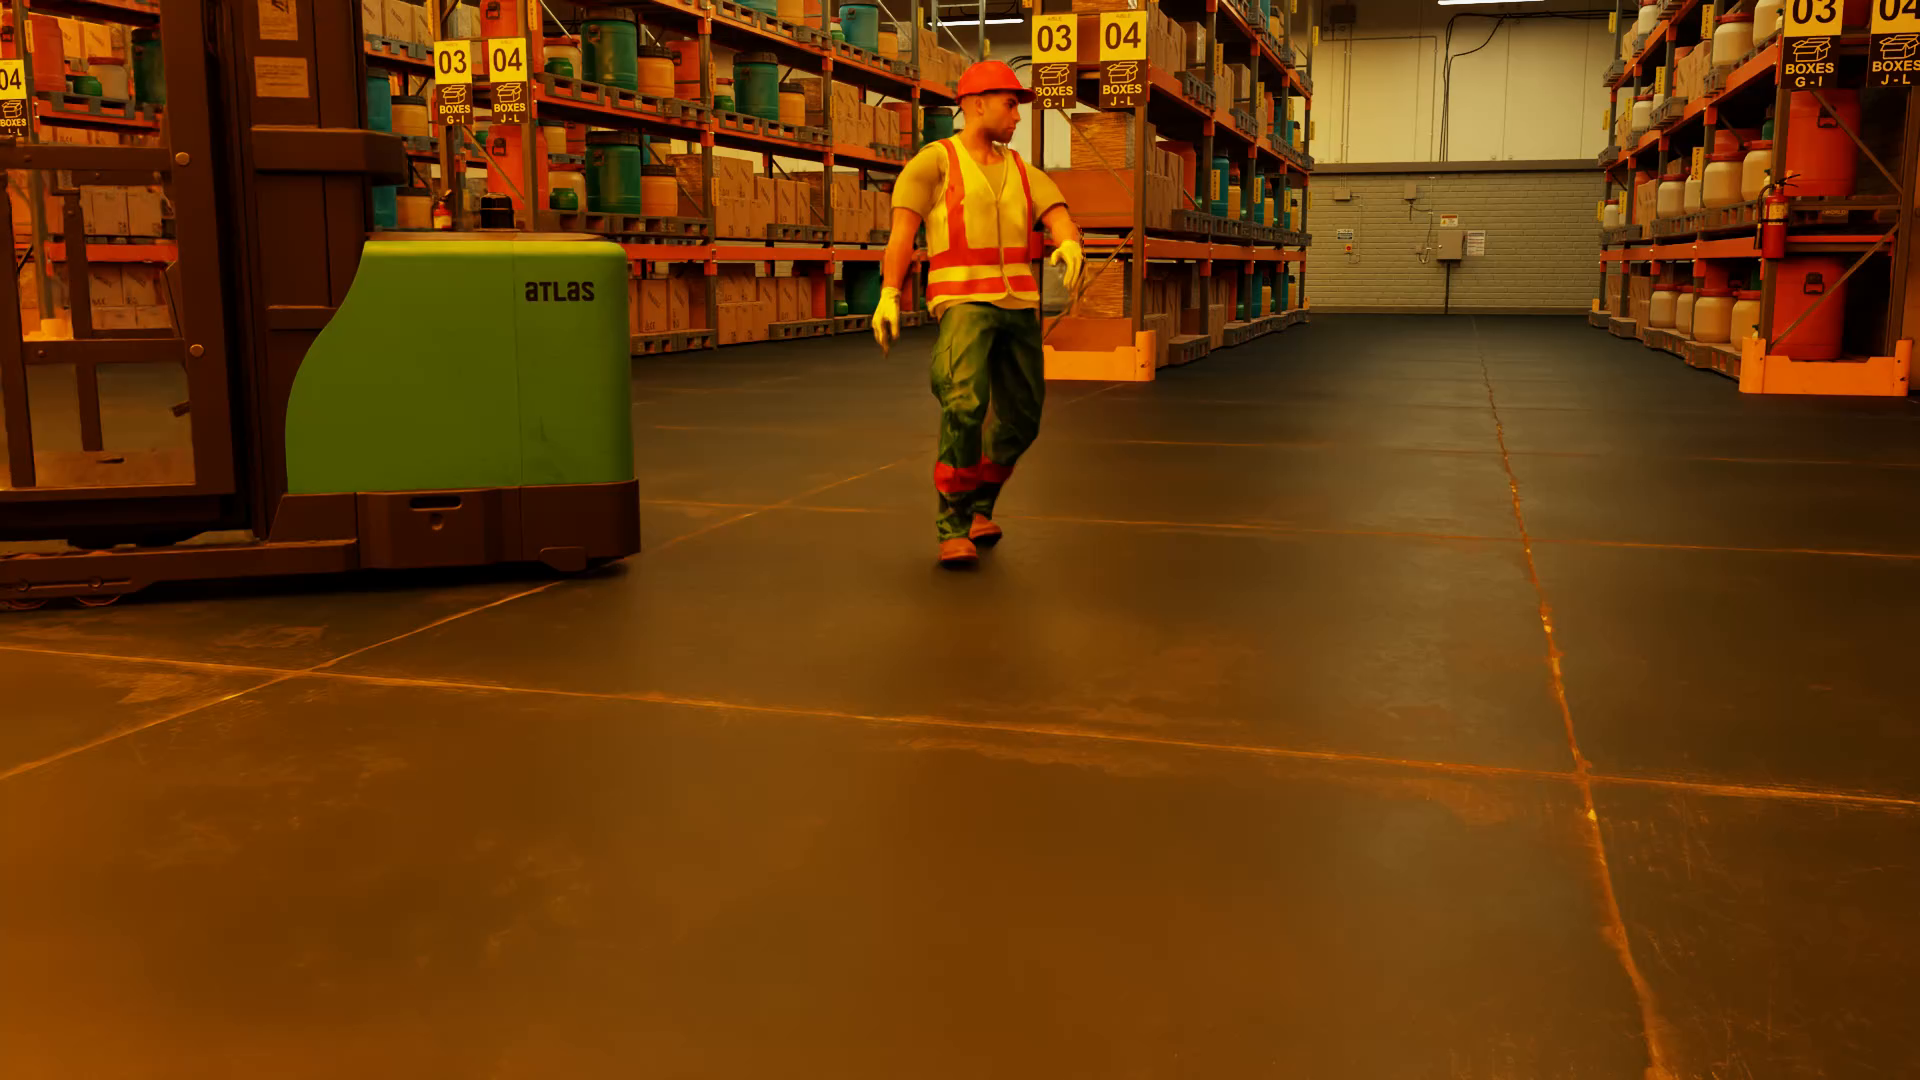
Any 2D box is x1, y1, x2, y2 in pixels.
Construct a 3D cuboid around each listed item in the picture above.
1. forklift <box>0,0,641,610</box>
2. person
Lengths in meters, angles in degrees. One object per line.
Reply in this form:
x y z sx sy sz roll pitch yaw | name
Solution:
-2.625 -1.335 5.224 3.031 2.935 1.130 -3 10 -17 | forklift
0.064 -0.786 5.704 0.722 1.704 0.818 -7 12 -36 | person
